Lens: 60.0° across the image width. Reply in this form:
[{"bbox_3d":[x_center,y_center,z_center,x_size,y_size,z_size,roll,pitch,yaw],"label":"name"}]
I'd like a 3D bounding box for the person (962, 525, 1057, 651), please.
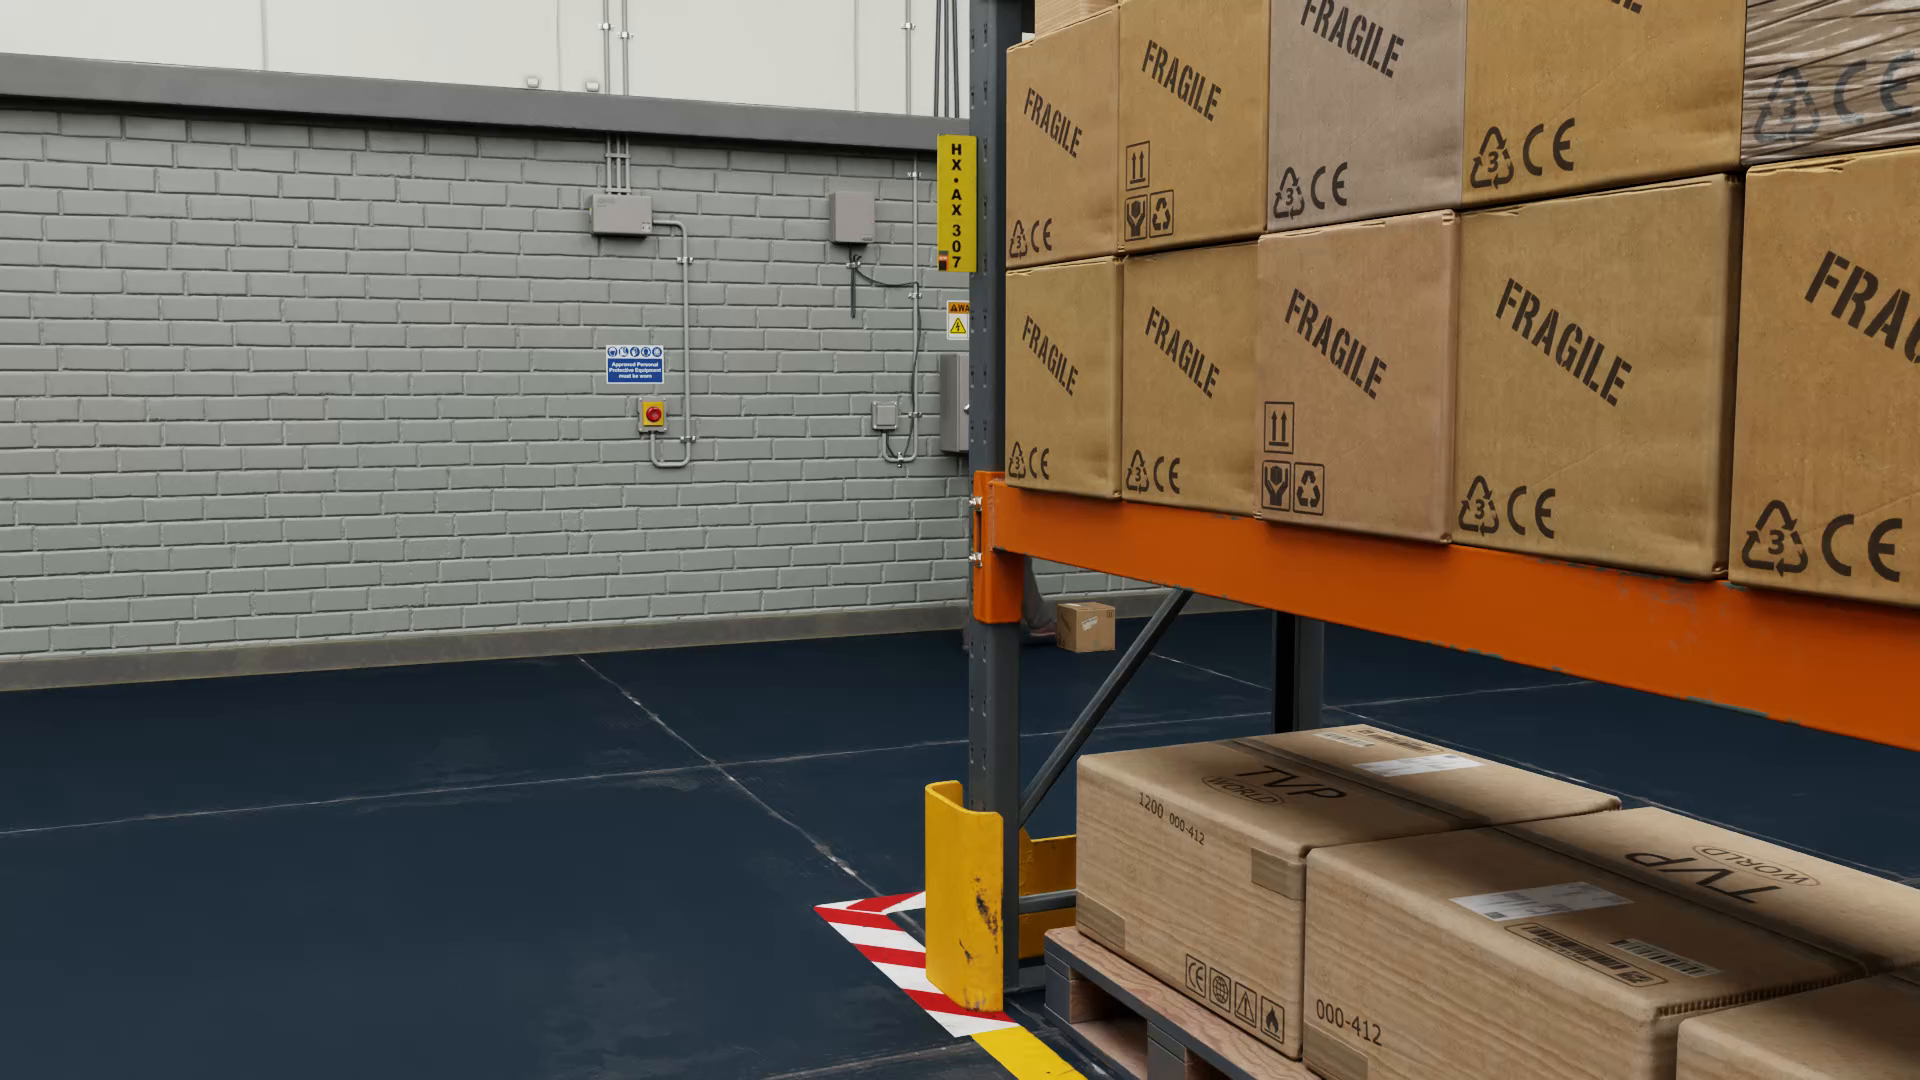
[{"bbox_3d":[0.377,-0.194,9.413,0.840,1.629,0.463,-3,6,-31],"label":"person"}]
